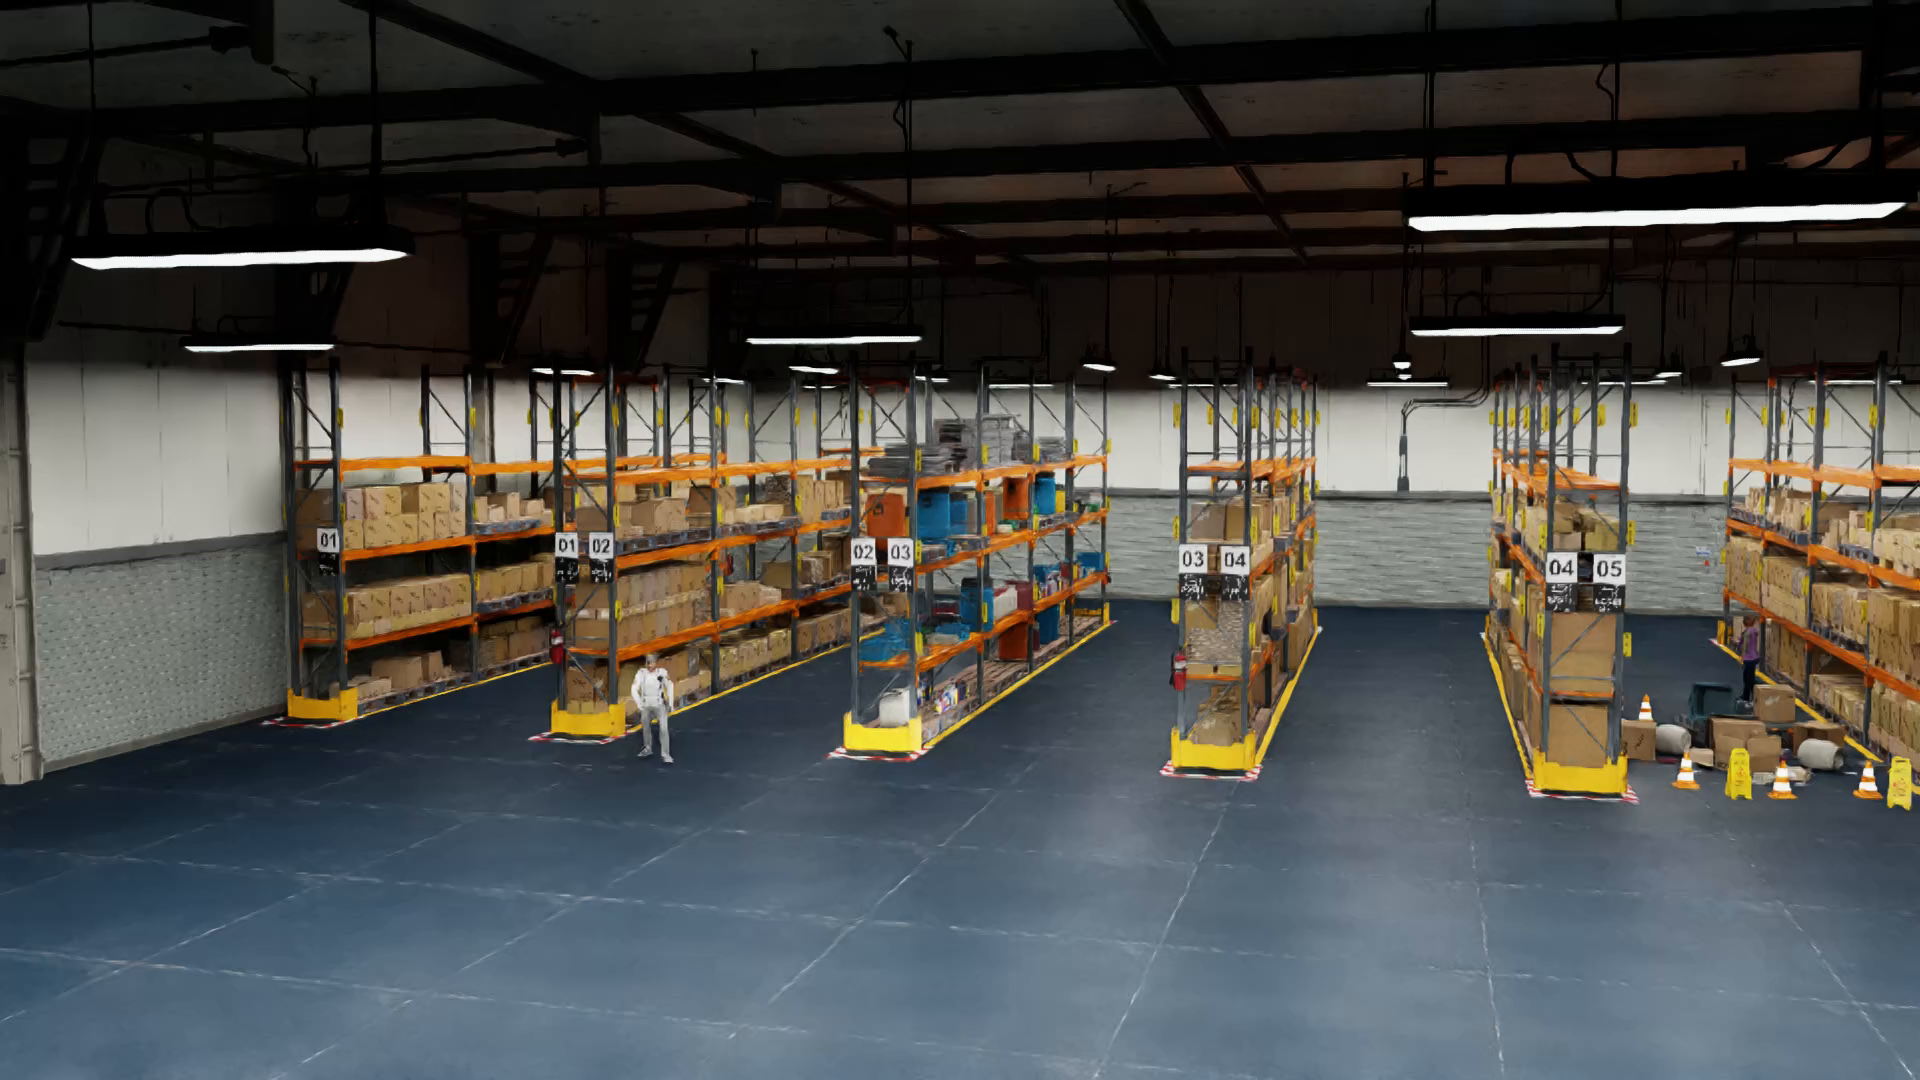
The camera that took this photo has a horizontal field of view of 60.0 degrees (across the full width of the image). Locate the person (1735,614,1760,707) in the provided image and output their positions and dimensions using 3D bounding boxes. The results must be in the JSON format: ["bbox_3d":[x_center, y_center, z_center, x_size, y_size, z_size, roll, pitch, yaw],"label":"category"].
[{"bbox_3d":[13.666,2.075,28.849,0.534,1.589,0.522,3,5,40],"label":"person"}]

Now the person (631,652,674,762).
[{"bbox_3d":[-4.467,2.407,24.282,0.638,1.607,0.813,0,4,-2],"label":"person"}]

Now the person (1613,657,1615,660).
[{"bbox_3d":[13.417,1.571,34.487,0.450,1.776,0.584,-1,4,-17],"label":"person"}]
